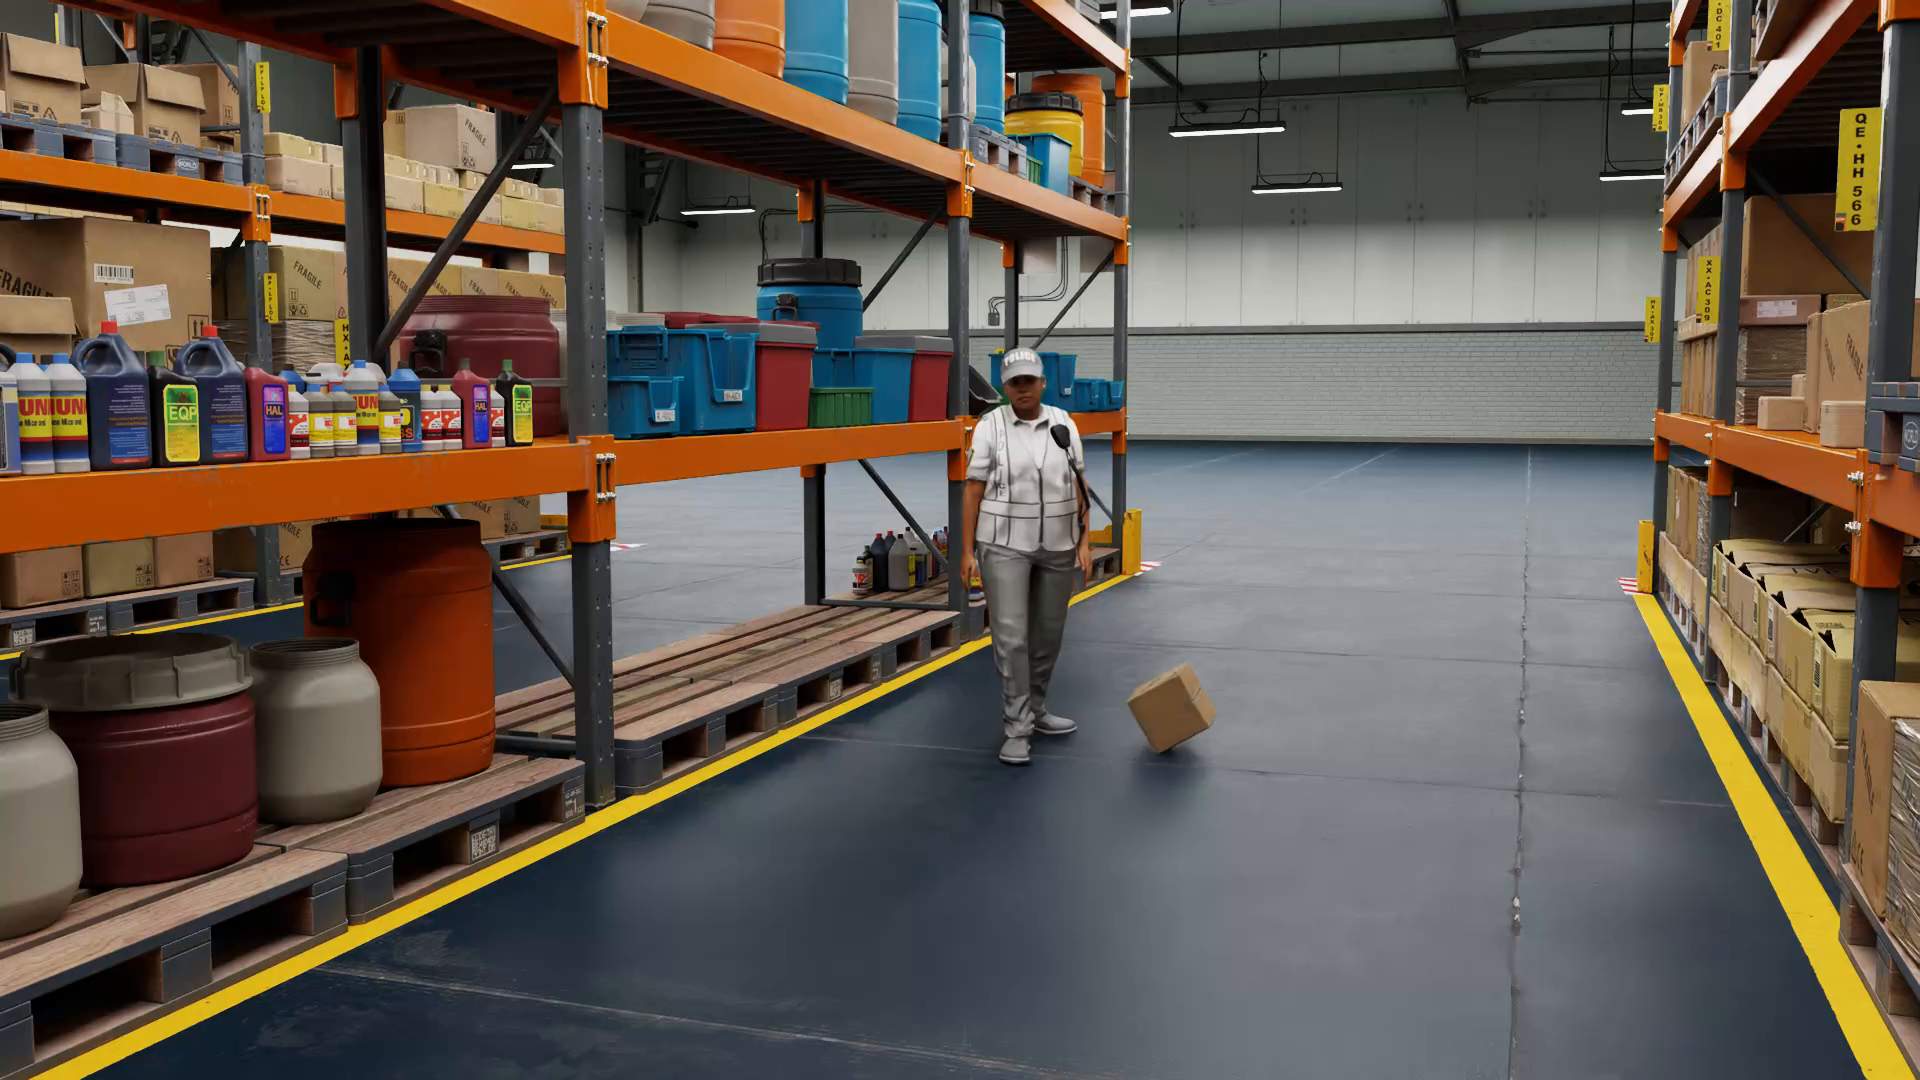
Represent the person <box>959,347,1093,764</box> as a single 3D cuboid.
[{"bbox_3d":[0.265,0.043,6.824,0.560,1.653,0.601,-2,6,-17],"label":"person"}]
